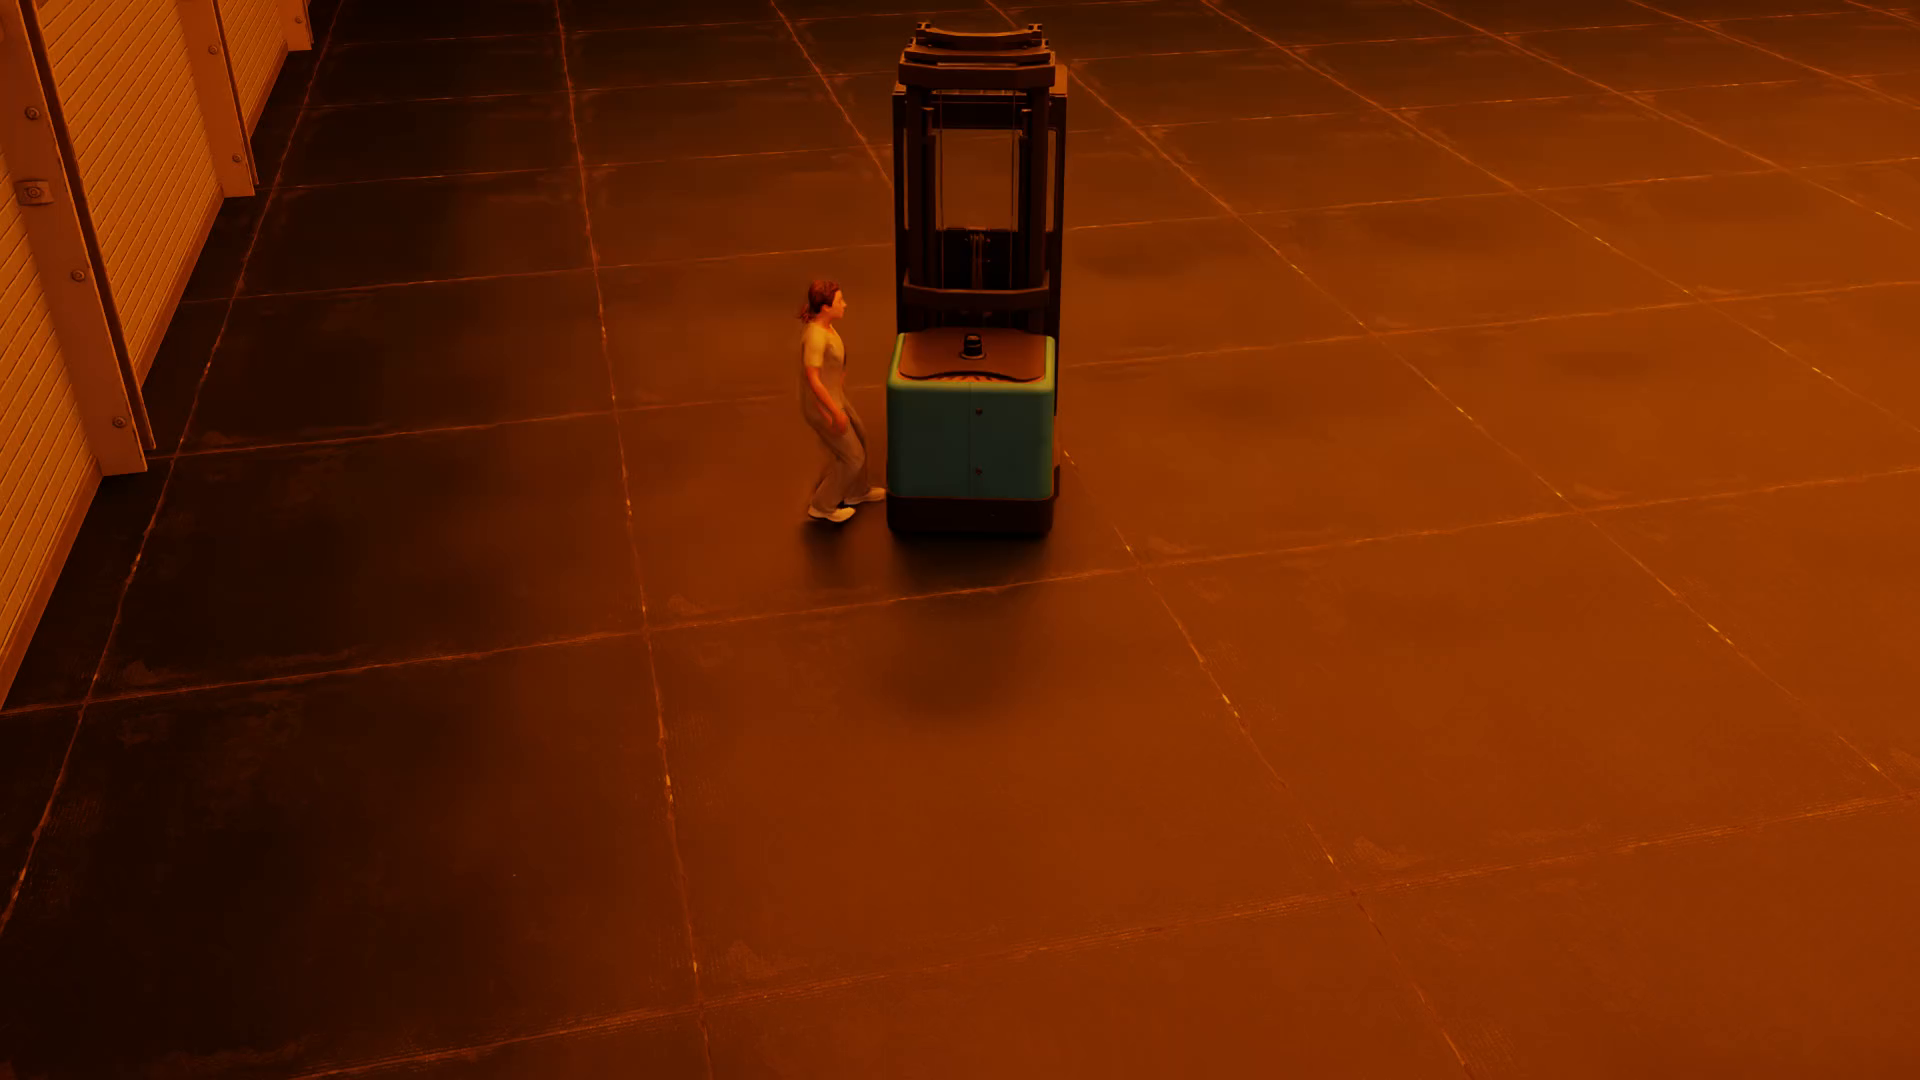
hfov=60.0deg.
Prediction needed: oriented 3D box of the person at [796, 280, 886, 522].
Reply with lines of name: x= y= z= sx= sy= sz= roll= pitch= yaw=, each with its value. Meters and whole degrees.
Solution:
person: x=-0.729 y=-0.850 z=10.378 sx=0.531 sy=1.623 sz=0.787 roll=-1 pitch=30 yaw=-2

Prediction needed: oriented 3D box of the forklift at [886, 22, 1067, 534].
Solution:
forklift: x=0.136 y=-2.014 z=11.054 sx=1.130 sy=2.935 sz=3.031 roll=2 pitch=30 yaw=3
